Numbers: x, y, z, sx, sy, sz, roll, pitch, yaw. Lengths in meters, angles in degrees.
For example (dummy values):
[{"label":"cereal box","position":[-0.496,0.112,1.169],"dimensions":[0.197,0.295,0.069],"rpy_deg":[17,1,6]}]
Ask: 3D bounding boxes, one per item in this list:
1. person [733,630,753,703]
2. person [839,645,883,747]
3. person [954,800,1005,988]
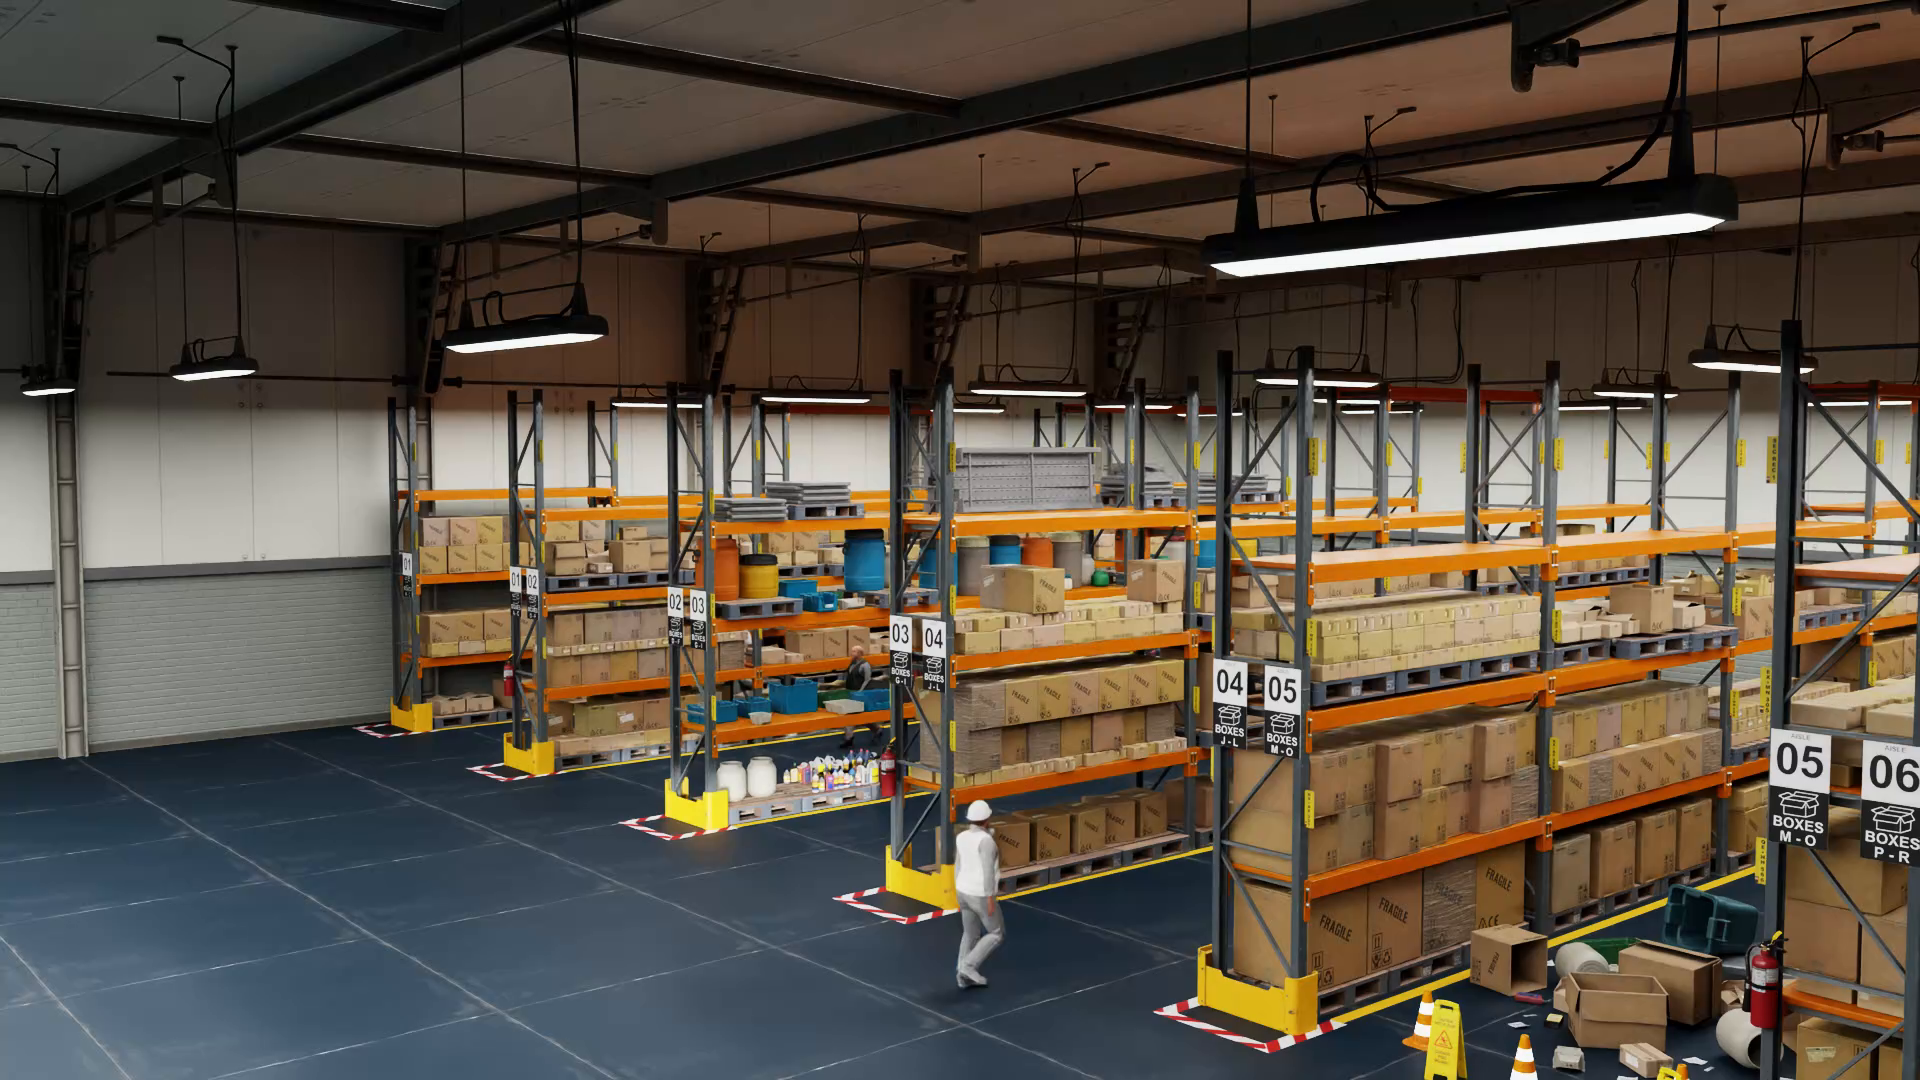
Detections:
[{"label":"person","position":[-4.327,2.372,33.057],"dimensions":[0.659,1.744,0.657],"rpy_deg":[3,4,38]},{"label":"person","position":[-1.699,2.653,28.330],"dimensions":[0.820,1.716,0.617],"rpy_deg":[-3,4,-39]},{"label":"person","position":[0.144,3.353,15.755],"dimensions":[0.478,1.763,0.571],"rpy_deg":[-2,4,-31]}]
